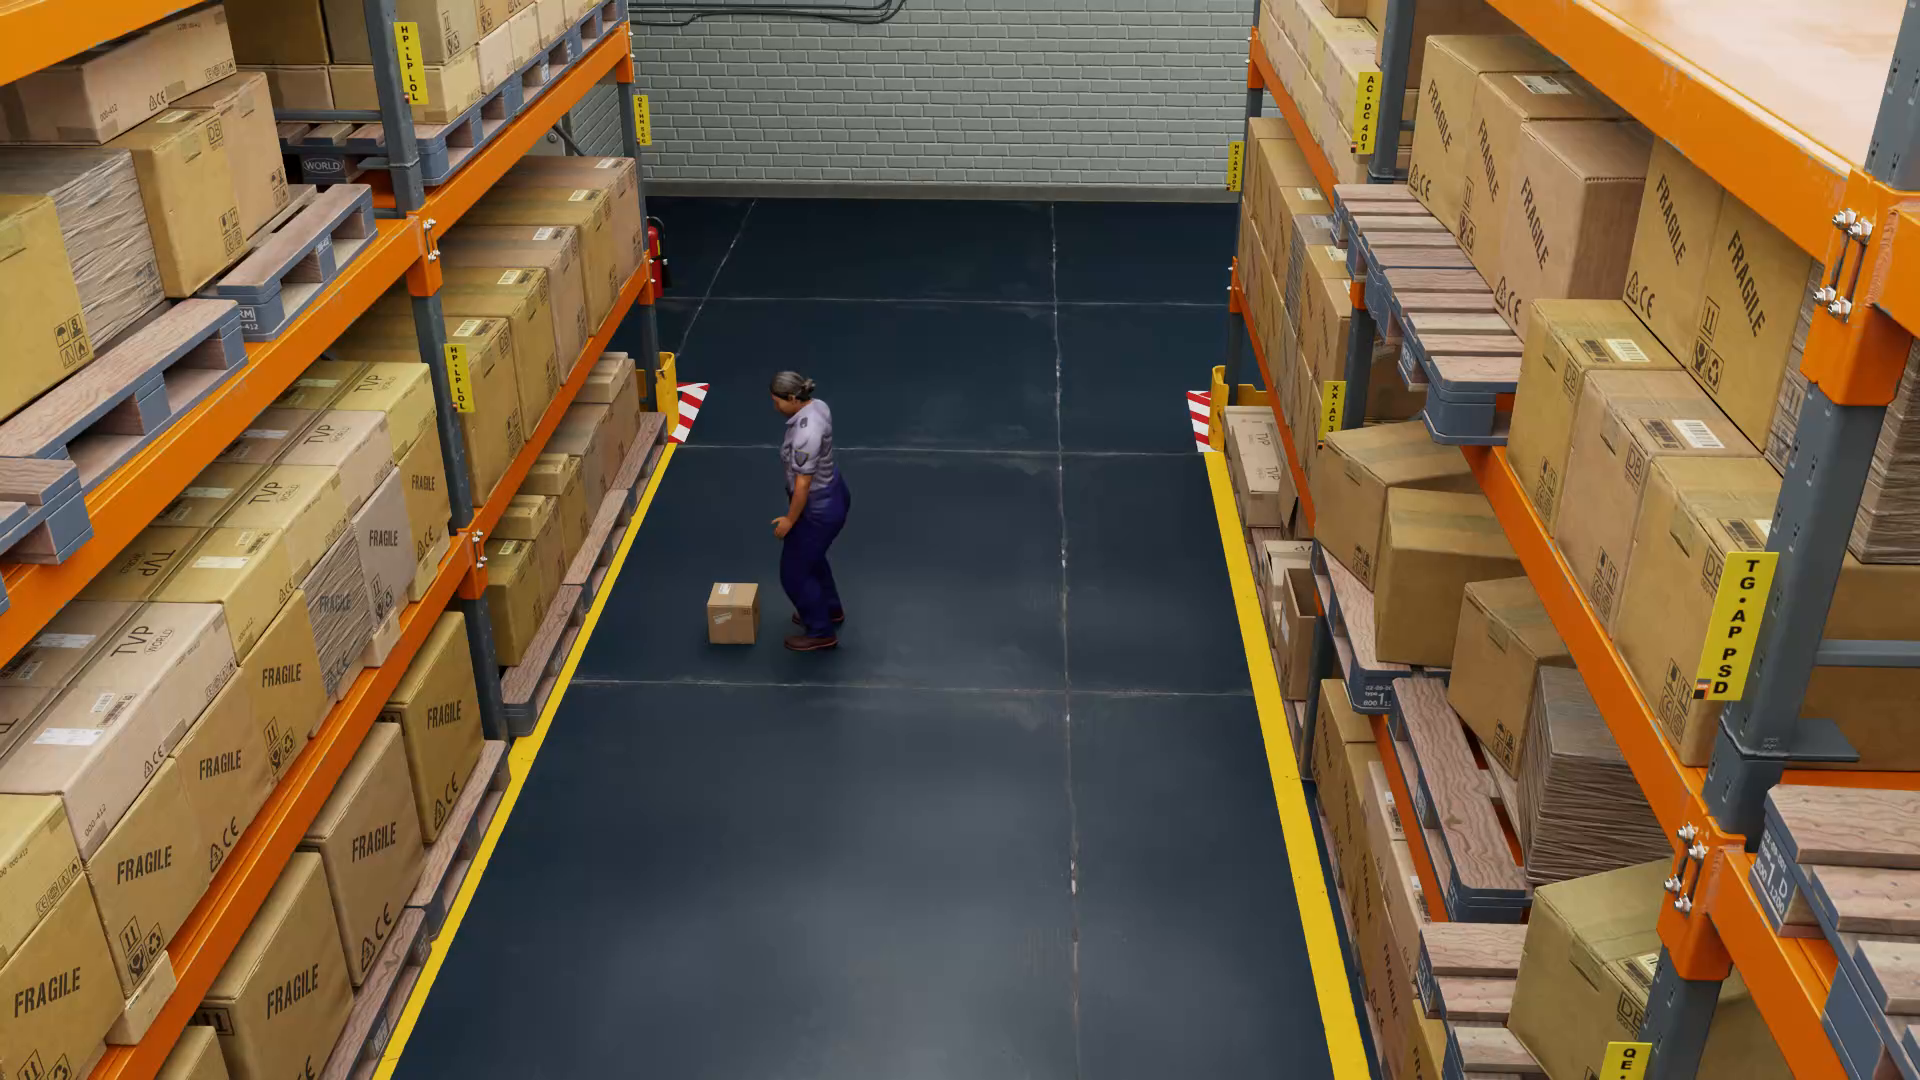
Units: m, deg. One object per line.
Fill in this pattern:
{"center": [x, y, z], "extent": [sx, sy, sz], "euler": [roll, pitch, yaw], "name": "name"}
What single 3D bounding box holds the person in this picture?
{"center": [-0.803, -0.163, 9.000], "extent": [0.396, 1.607, 0.496], "euler": [2, 28, 3], "name": "person"}
